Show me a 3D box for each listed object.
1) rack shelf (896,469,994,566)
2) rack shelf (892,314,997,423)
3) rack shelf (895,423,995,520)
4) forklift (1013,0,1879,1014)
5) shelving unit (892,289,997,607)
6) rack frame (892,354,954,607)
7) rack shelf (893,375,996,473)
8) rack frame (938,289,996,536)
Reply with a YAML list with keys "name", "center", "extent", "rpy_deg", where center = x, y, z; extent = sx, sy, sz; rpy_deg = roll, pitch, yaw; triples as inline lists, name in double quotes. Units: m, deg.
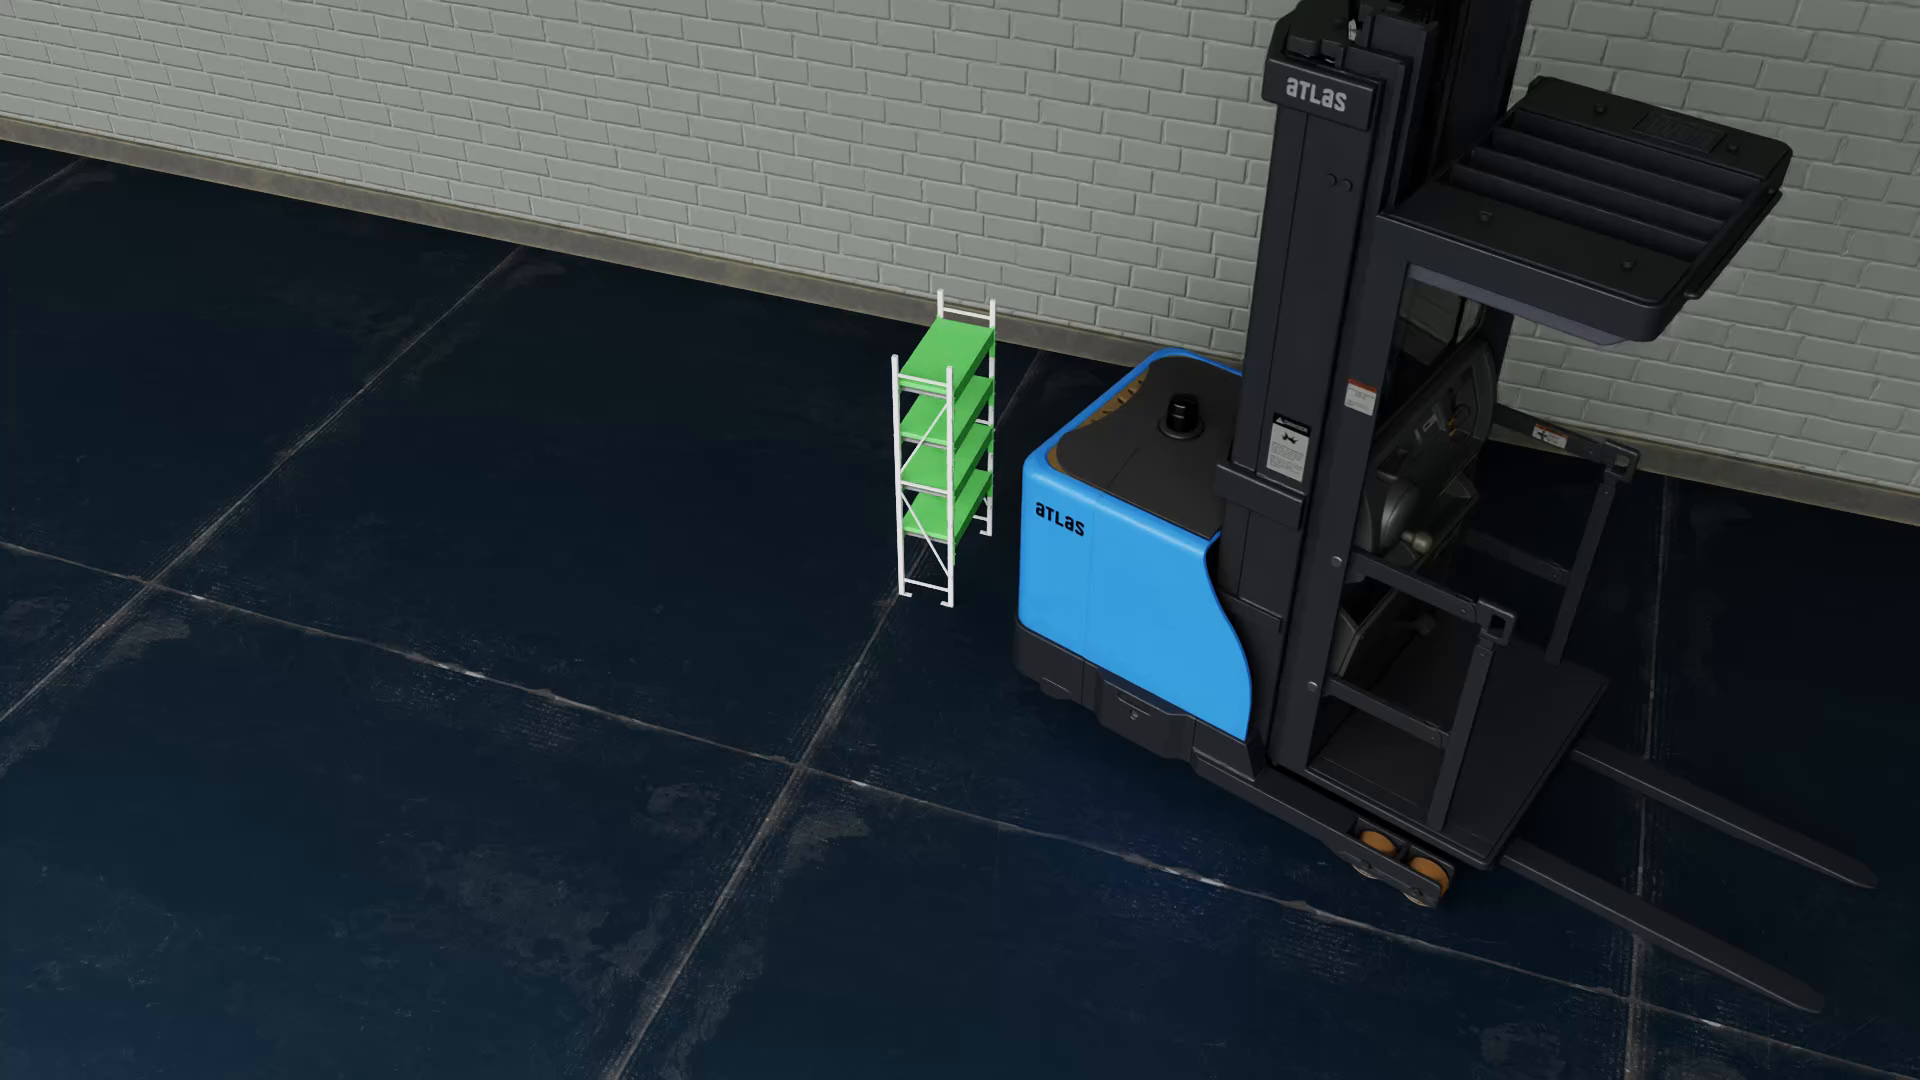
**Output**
- name: "rack shelf"
  center: [-0.057, -0.124, 6.939]
  extent: [0.258, 0.148, 0.480]
  rpy_deg: [13, 42, 15]
- name: "rack shelf"
  center: [-0.057, -0.672, 6.472]
  extent: [0.258, 0.148, 0.480]
  rpy_deg: [13, 42, 15]
- name: "rack shelf"
  center: [-0.057, -0.307, 6.784]
  extent: [0.258, 0.148, 0.480]
  rpy_deg: [13, 42, 15]
- name: "forklift"
  center: [1.685, -0.243, 5.276]
  extent: [3.031, 2.935, 1.130]
  rpy_deg: [27, 47, 28]
- name: "shelving unit"
  center: [-0.057, -0.356, 6.742]
  extent: [0.258, 1.200, 0.503]
  rpy_deg: [13, 42, 15]
- name: "rack frame"
  center: [-0.140, -0.207, 6.568]
  extent: [0.240, 1.200, 0.015]
  rpy_deg: [13, 42, 15]
- name: "rack shelf"
  center: [-0.057, -0.489, 6.628]
  extent: [0.258, 0.148, 0.480]
  rpy_deg: [13, 42, 15]
- name: "rack frame"
  center: [0.027, -0.504, 6.917]
  extent: [0.240, 1.200, 0.015]
  rpy_deg: [13, 42, 15]
